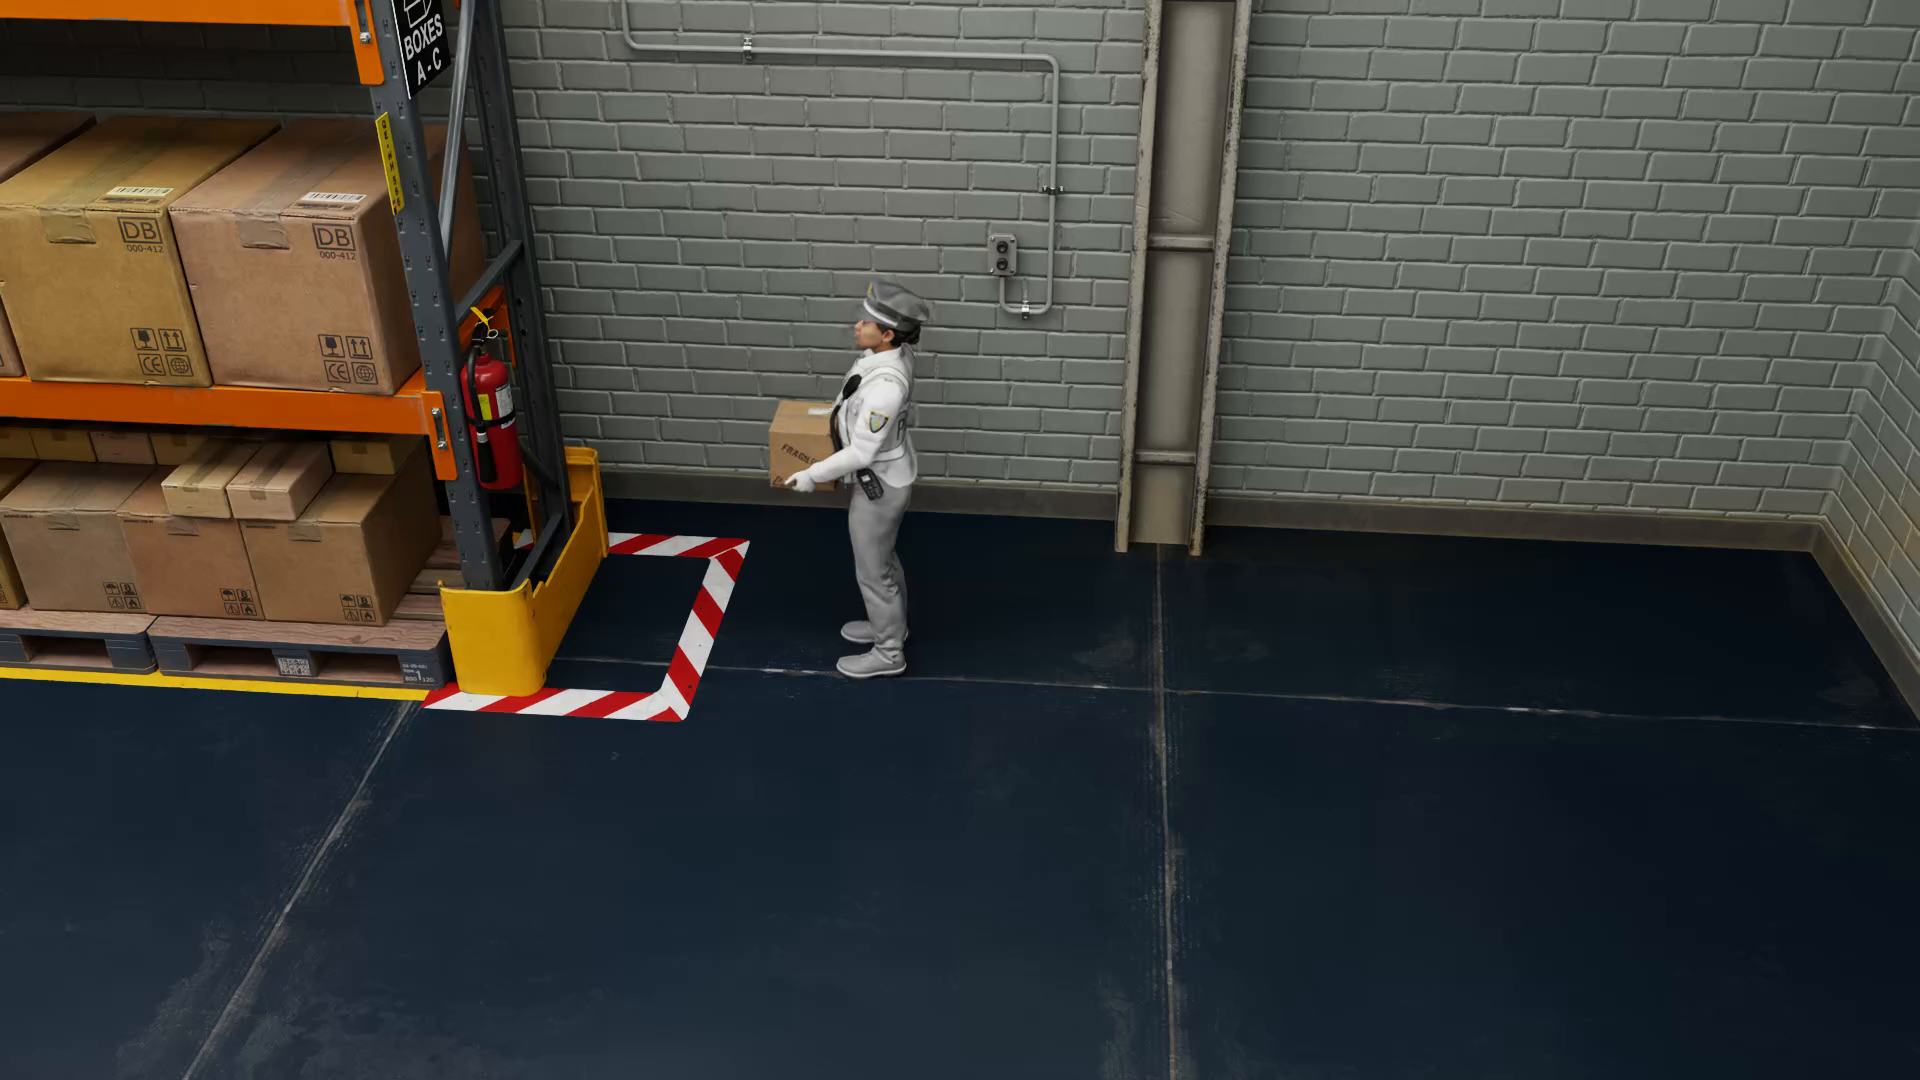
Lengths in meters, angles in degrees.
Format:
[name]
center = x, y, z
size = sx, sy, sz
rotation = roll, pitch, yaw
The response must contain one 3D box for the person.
[person]
center = -0.390, -0.231, 6.472
size = 0.554, 1.695, 0.455
rotation = 0, 32, 0
